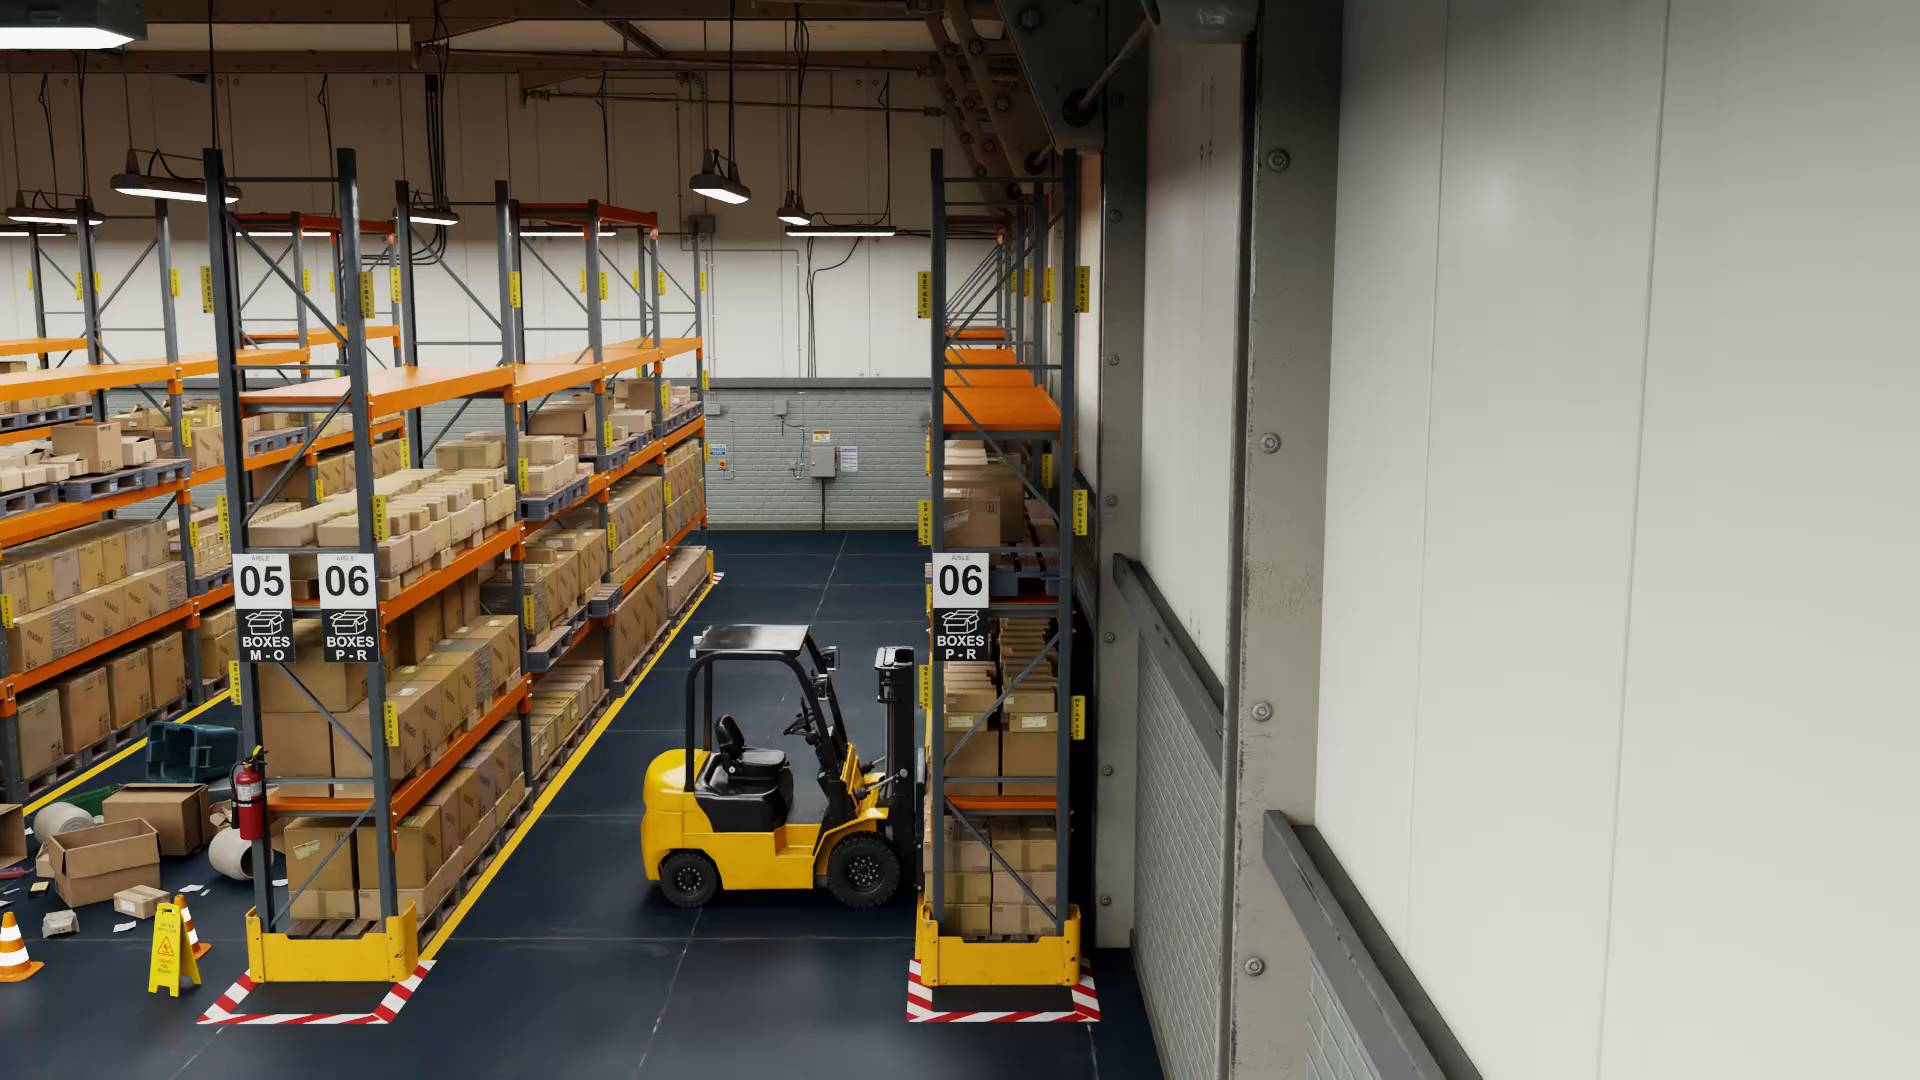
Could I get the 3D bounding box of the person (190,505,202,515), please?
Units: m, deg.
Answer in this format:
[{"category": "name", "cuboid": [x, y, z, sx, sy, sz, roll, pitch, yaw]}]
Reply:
[{"category": "person", "cuboid": [-11.424, 0.328, 25.087, 0.672, 1.735, 0.925, 0, 9, 1]}]
